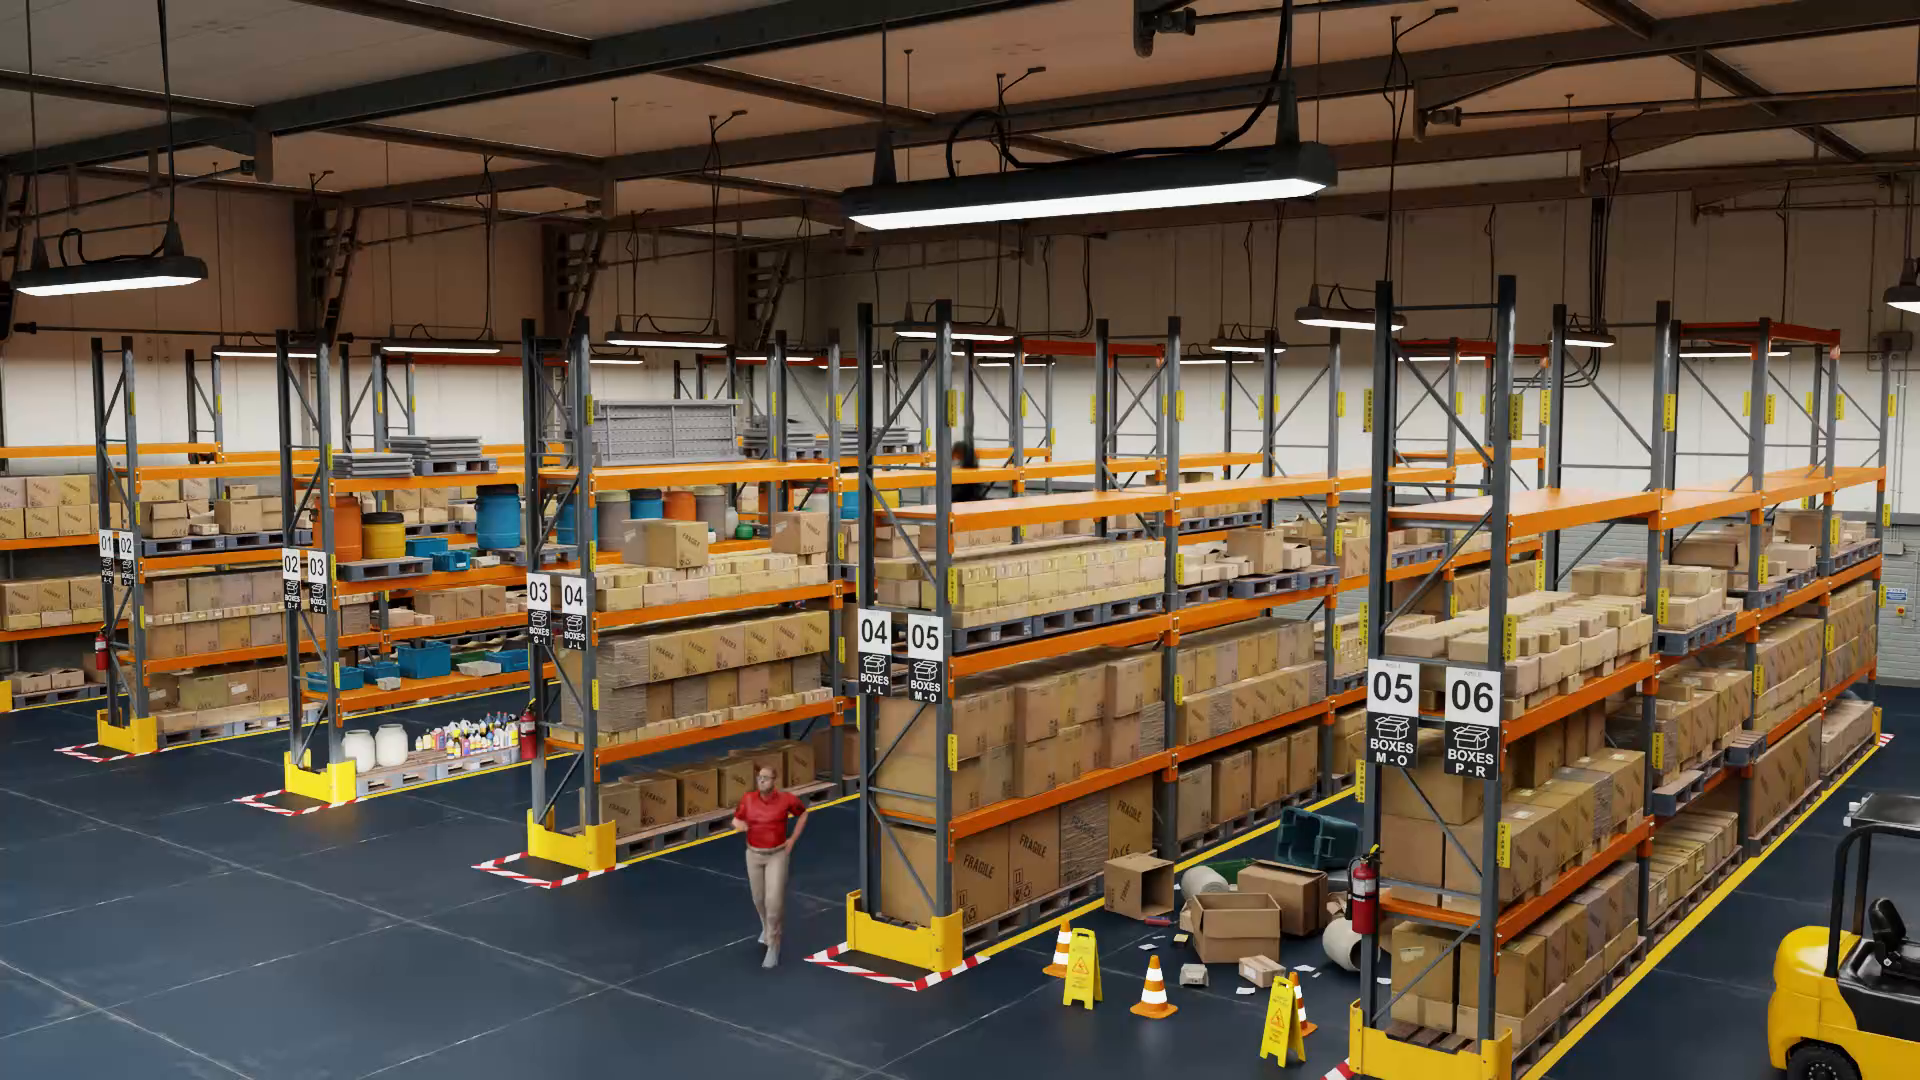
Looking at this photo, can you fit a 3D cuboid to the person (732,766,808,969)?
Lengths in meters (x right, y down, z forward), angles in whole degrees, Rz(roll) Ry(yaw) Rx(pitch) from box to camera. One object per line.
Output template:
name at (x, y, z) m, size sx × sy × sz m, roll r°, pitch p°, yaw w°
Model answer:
person at (-1.788, 2.975, 15.351) m, size 0.656 × 1.803 × 0.749 m, roll 2°, pitch 5°, yaw 17°

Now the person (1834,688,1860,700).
person at (13.834, 2.028, 26.142) m, size 0.853 × 1.793 × 0.706 m, roll 5°, pitch 7°, yaw 44°
